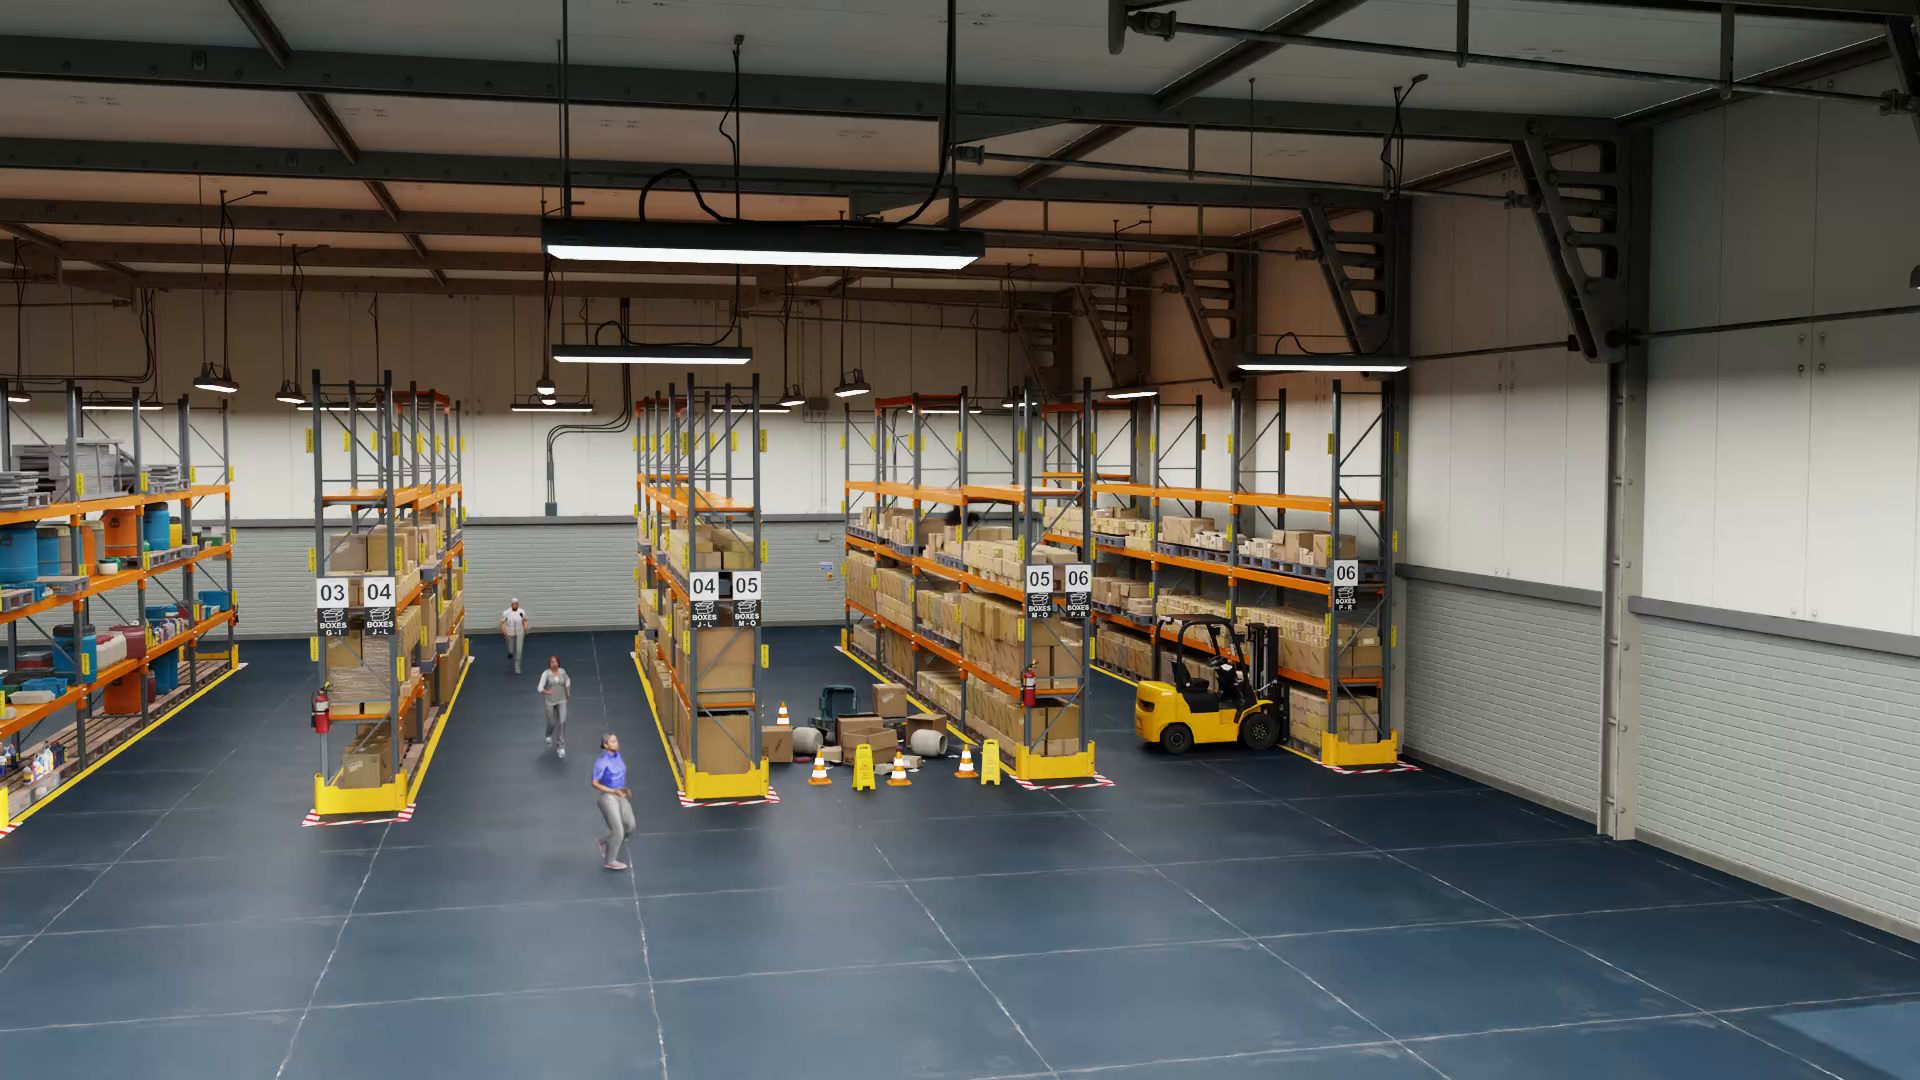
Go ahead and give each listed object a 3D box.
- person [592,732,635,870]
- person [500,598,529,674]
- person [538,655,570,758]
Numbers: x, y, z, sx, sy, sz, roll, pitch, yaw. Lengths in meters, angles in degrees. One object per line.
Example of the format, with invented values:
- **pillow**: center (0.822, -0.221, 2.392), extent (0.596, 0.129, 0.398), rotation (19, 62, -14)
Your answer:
- **person**: center (-4.089, 3.066, 19.580), extent (0.578, 1.605, 0.572), rotation (1, 4, 22)
- **person**: center (-9.795, 2.087, 36.572), extent (0.626, 1.642, 0.684), rotation (-1, 3, -17)
- **person**: center (-6.525, 2.653, 26.811), extent (0.552, 1.600, 0.894), rotation (-1, 4, -24)
